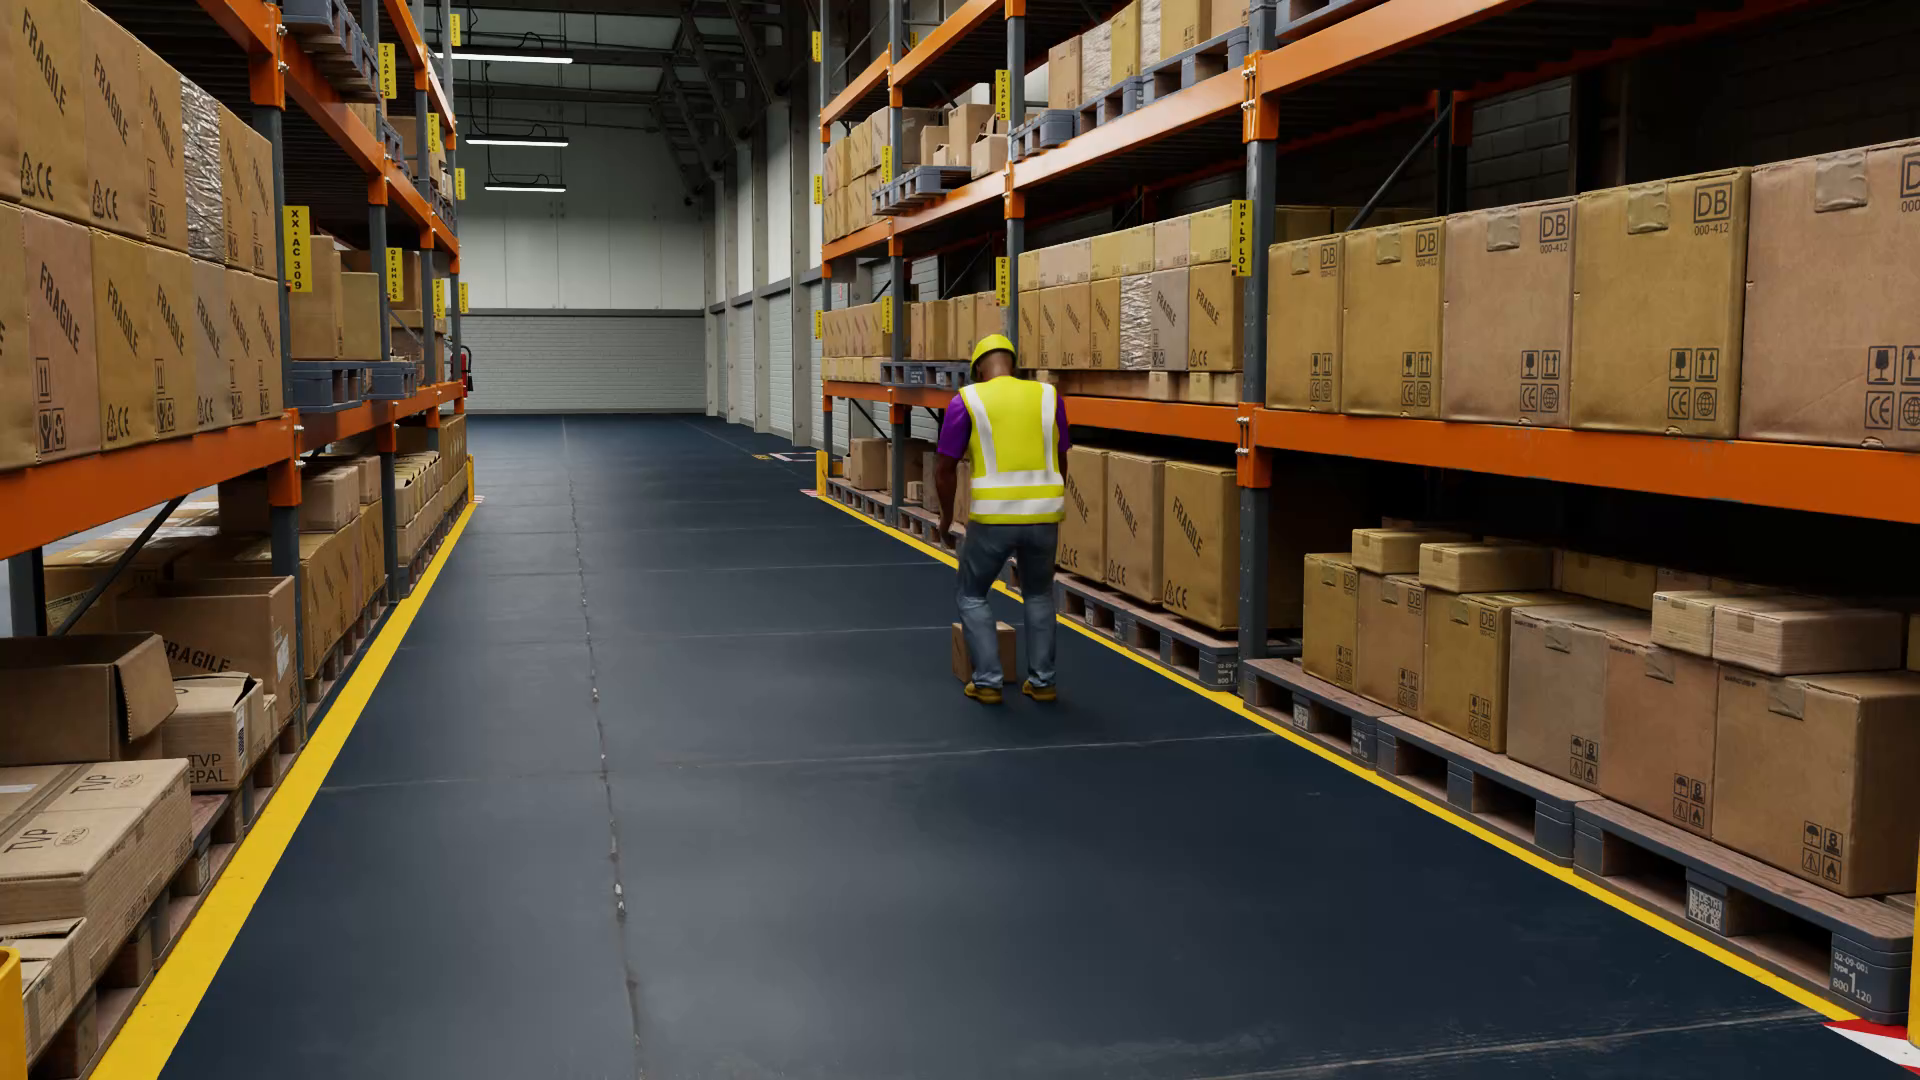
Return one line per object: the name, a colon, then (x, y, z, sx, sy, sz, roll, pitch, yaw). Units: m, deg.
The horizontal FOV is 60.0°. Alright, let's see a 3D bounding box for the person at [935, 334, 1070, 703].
person: (0.193, -0.101, 7.438, 0.613, 1.633, 0.576, -1, 6, -12)
